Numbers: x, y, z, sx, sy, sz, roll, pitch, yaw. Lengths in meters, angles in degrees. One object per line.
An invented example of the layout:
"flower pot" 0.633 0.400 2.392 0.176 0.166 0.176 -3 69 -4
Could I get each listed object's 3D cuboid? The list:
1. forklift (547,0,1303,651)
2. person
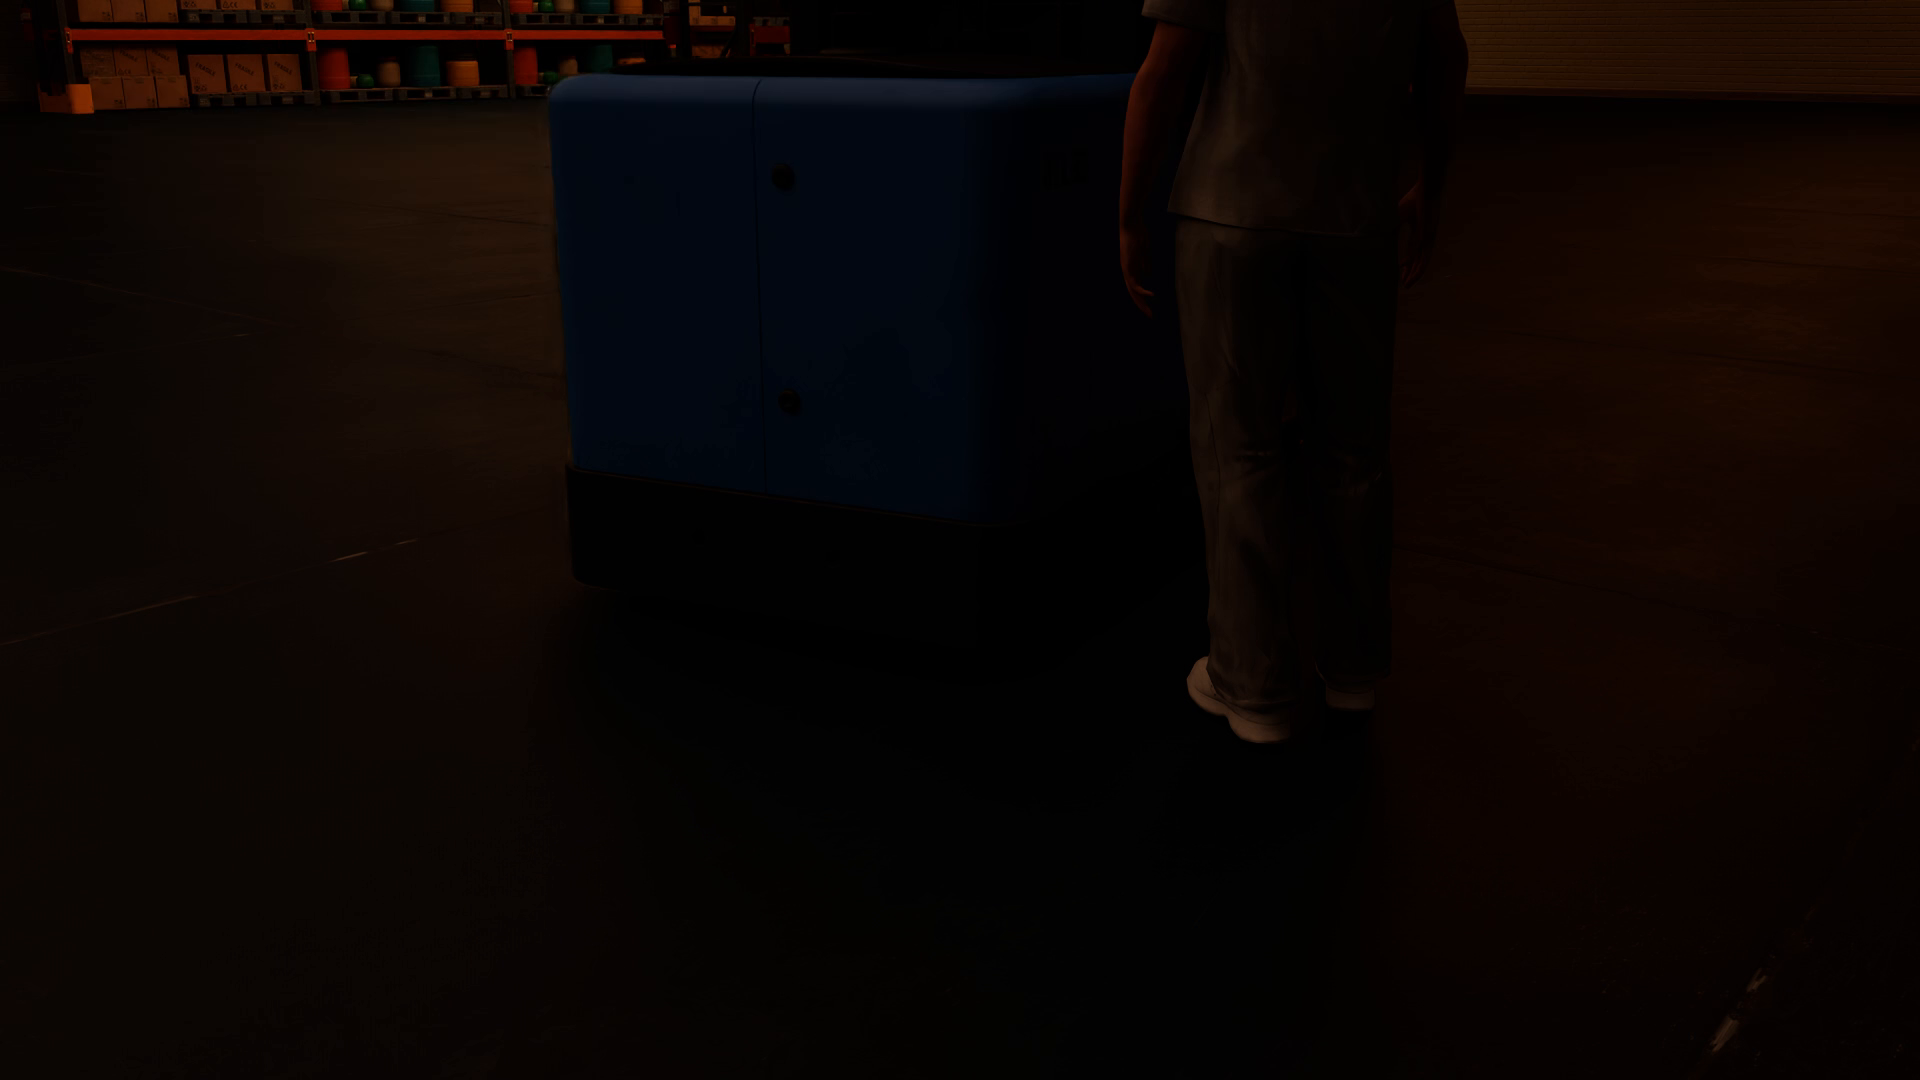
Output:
"forklift" 0.292 -1.582 4.107 1.130 2.935 3.031 8 19 25
"person" 0.509 -0.492 2.651 0.549 1.673 0.548 -2 17 -6
